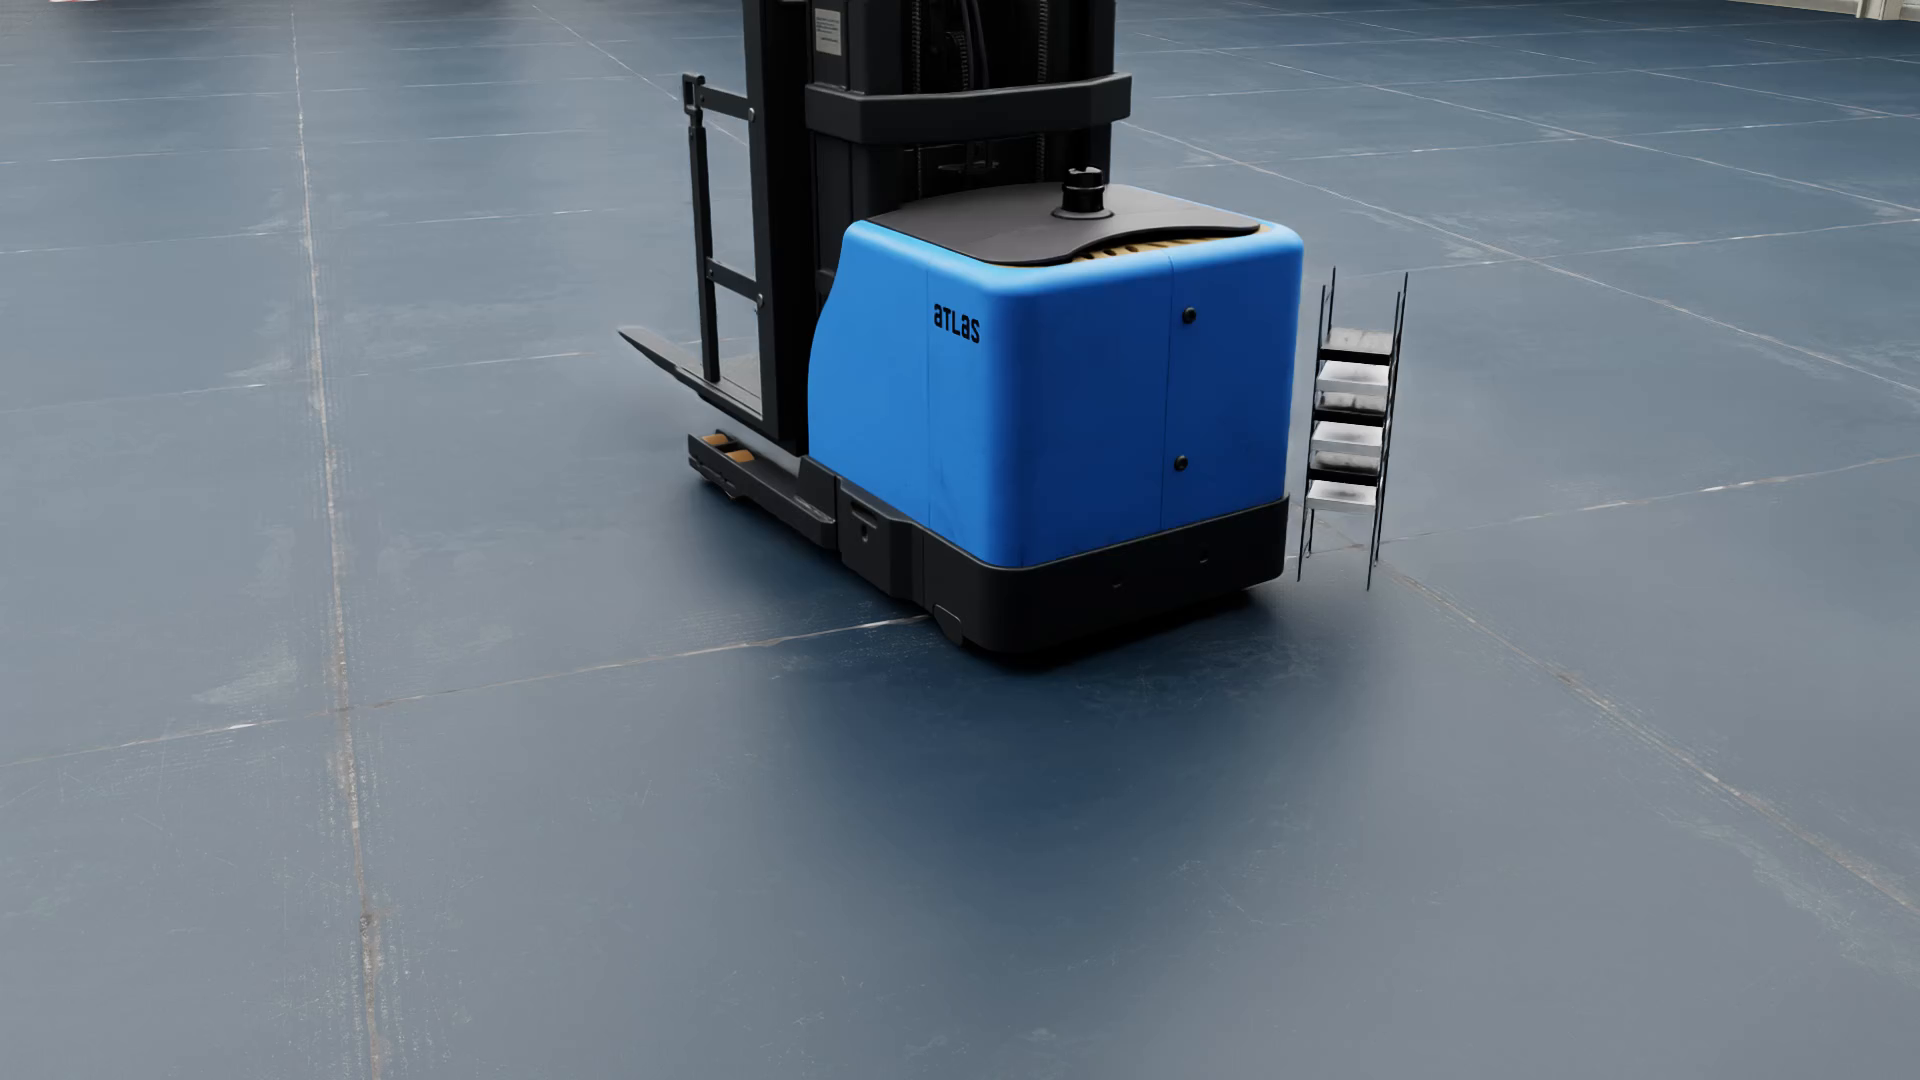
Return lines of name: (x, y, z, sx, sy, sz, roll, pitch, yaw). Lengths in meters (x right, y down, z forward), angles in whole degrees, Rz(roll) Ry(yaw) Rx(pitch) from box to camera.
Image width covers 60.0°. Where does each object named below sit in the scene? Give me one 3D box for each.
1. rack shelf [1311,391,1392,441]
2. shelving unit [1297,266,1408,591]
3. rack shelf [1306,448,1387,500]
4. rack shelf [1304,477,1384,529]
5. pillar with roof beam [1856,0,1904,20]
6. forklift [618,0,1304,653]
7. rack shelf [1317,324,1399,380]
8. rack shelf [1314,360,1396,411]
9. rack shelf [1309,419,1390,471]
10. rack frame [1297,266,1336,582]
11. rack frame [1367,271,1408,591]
rack shelf: (1.143, -0.374, 4.833, 0.200, 0.077, 0.258, 8, 24, 18)
shelving unit: (1.143, -0.322, 4.855, 0.210, 0.900, 0.258, 8, 24, 18)
rack shelf: (1.143, -0.208, 4.903, 0.200, 0.077, 0.258, 8, 24, 18)
rack shelf: (1.143, -0.125, 4.938, 0.200, 0.077, 0.258, 8, 24, 18)
pillar with roof beam: (7.308, -9.999, 17.388, 9.100, 9.000, 0.400, -8, 24, -19)
forklift: (-0.275, -1.575, 5.212, 1.130, 2.935, 3.031, -14, 27, -30)
rack shelf: (1.143, -0.540, 4.763, 0.200, 0.077, 0.258, 8, 24, 18)
rack shelf: (1.143, -0.457, 4.798, 0.200, 0.077, 0.258, 8, 24, 18)
rack shelf: (1.143, -0.291, 4.868, 0.200, 0.077, 0.258, 8, 24, 18)
rack frame: (1.047, -0.335, 4.886, 0.006, 0.900, 0.240, 8, 24, 18)
rack frame: (1.239, -0.309, 4.824, 0.006, 0.900, 0.240, 8, 24, 18)
